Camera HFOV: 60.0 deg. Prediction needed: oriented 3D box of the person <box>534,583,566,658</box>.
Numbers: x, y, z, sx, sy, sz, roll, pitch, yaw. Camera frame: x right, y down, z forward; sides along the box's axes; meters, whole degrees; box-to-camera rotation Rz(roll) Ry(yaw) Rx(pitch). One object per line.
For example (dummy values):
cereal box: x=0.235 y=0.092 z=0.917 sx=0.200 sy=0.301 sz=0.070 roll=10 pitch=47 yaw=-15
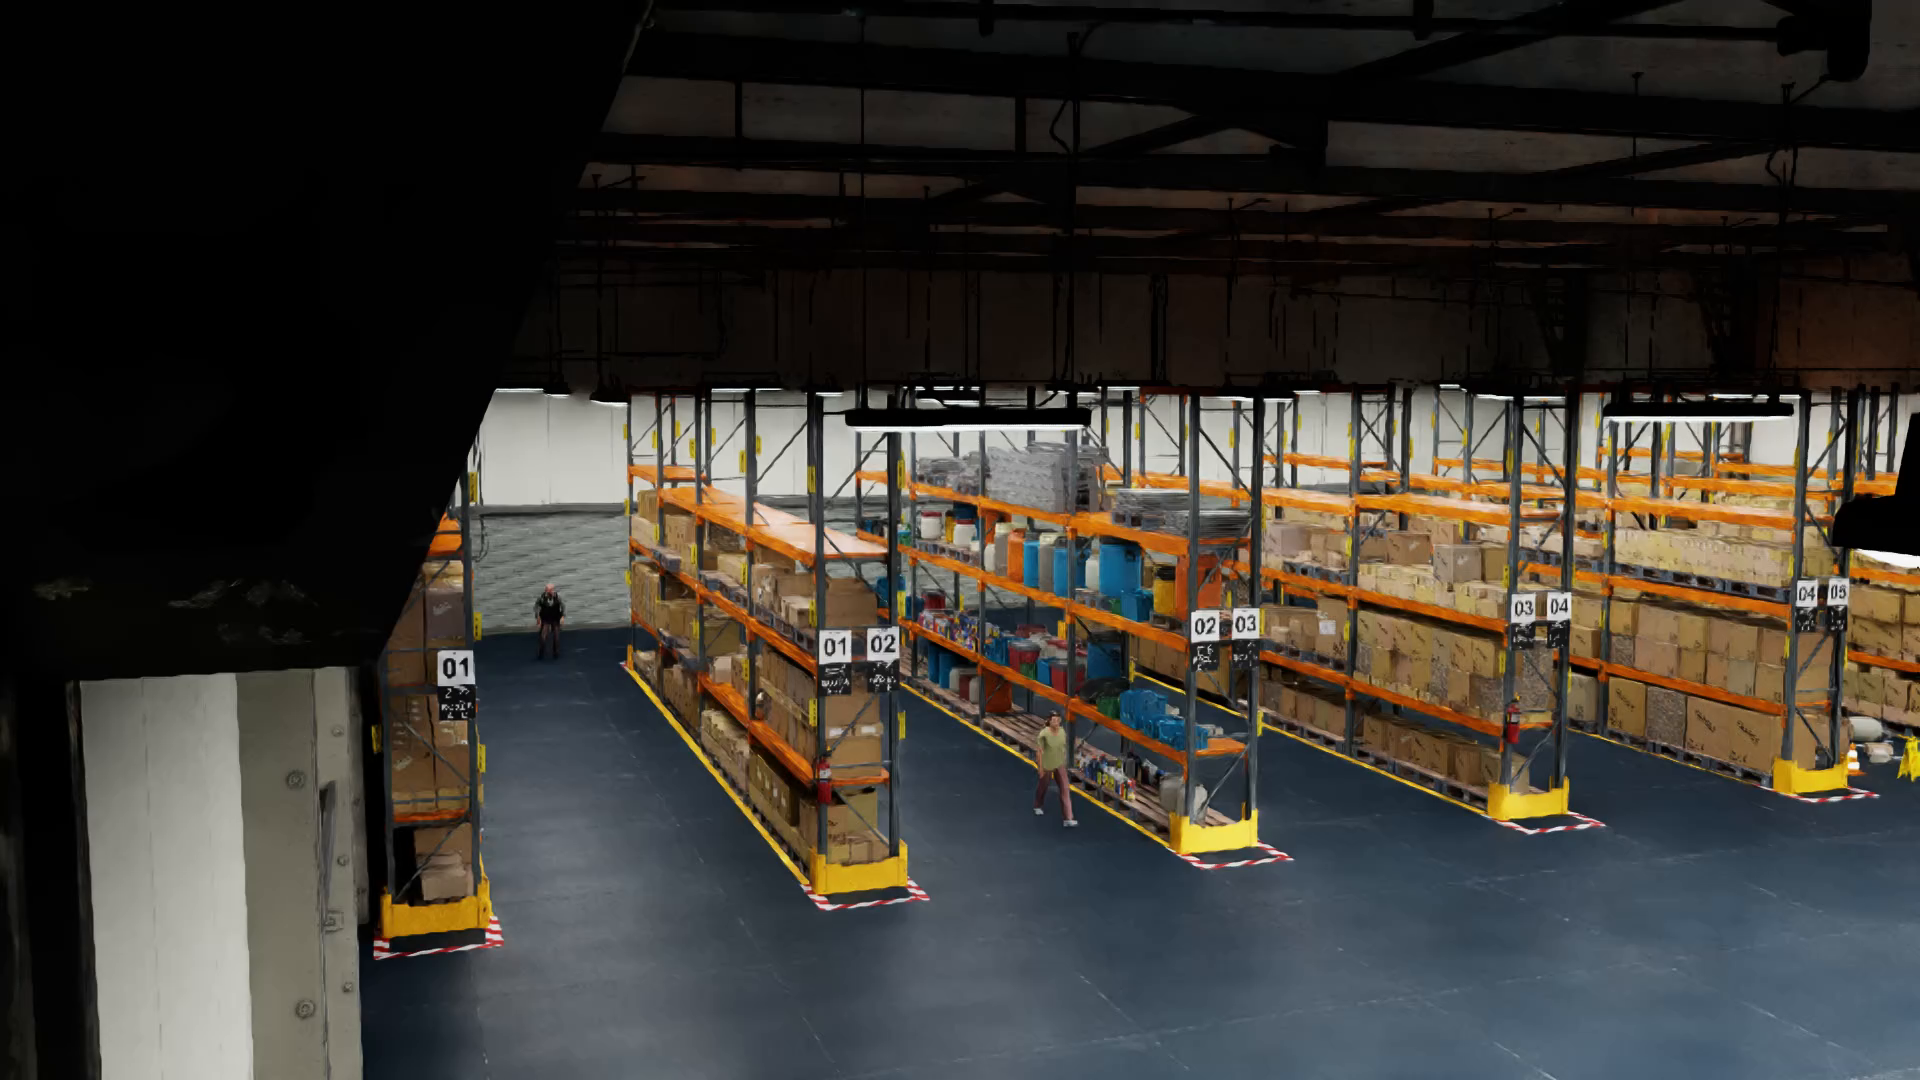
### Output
person: x=-8.963 y=1.742 z=36.349 sx=0.677 sy=1.646 sz=0.534 roll=-2 pitch=6 yaw=-21

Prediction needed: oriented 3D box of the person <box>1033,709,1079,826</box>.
person: x=1.284 y=3.136 z=23.151 sx=0.448 sy=1.590 sz=1.110 roll=-2 pitch=6 yaw=-17
